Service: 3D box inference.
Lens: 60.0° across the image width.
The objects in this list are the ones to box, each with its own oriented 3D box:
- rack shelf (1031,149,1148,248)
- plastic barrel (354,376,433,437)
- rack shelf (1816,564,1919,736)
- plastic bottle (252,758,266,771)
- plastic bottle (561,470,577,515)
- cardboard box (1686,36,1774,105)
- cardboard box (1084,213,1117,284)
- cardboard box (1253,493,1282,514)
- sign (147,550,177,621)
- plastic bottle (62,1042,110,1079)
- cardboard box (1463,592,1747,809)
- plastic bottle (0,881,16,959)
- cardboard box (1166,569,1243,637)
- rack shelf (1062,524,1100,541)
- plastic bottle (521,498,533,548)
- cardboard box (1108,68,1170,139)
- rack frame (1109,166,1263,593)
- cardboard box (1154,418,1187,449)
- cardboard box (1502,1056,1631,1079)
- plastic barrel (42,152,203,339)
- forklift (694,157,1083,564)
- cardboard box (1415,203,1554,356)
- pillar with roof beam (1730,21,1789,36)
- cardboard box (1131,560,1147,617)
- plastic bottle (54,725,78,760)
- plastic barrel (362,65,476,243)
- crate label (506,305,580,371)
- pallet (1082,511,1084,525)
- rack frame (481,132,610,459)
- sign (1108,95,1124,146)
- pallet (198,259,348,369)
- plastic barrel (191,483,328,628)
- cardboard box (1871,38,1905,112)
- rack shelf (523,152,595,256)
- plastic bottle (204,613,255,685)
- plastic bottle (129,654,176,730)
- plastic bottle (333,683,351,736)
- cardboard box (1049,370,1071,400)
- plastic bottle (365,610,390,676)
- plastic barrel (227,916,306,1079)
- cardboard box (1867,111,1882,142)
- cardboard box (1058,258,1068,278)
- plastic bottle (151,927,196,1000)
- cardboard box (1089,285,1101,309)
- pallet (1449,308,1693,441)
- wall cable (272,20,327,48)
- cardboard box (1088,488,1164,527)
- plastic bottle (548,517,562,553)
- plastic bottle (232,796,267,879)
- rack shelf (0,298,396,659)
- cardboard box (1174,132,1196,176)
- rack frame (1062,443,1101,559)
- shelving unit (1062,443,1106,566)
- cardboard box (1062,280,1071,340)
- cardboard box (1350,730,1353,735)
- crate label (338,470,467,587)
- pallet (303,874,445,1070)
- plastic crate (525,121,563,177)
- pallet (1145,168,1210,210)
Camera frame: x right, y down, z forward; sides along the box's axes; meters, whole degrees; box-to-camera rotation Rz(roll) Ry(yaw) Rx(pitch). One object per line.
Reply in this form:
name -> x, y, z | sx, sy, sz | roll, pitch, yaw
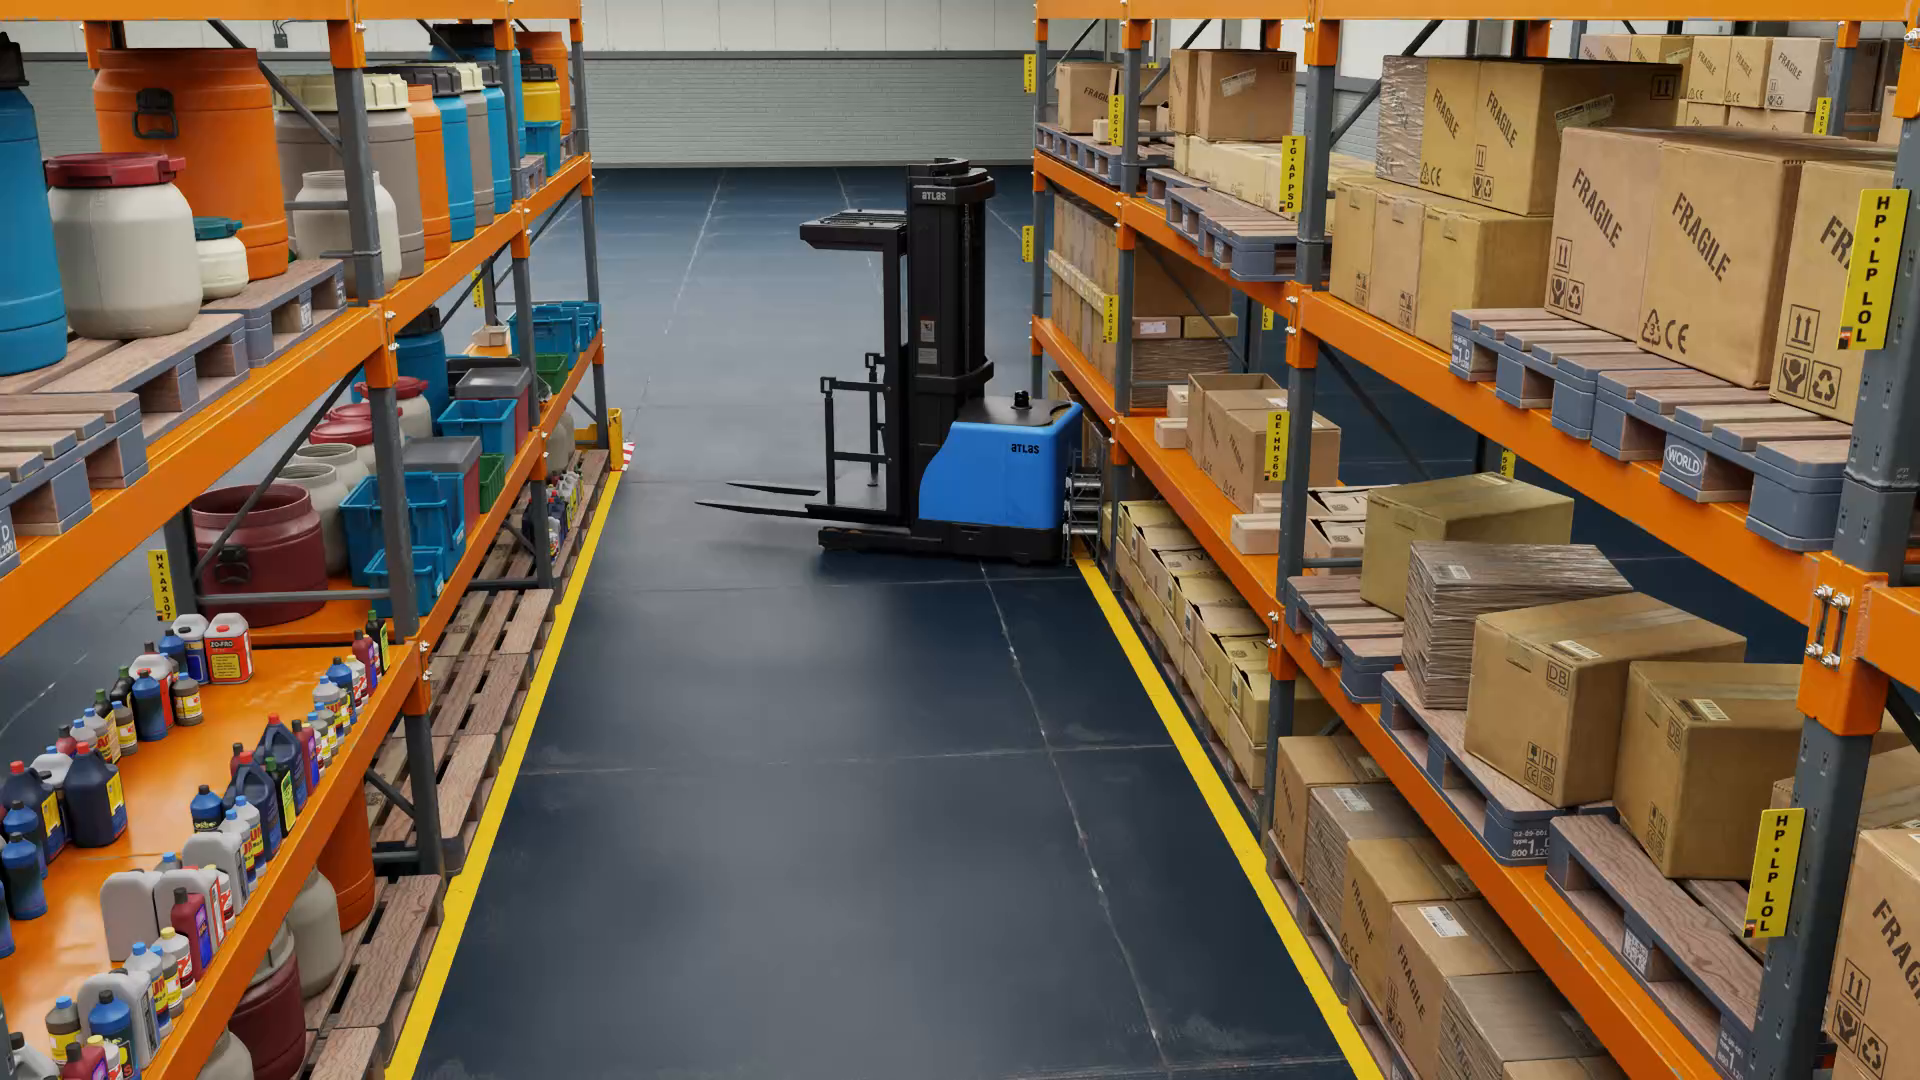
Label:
rack shelf -> 1.381, -2.769, 13.183 | 1.077, 0.370, 4.000 | -2, 18, -6
plastic barrel -> -3.460, -0.707, 10.193 | 0.433, 0.535, 0.433 | 0, 17, 0
rack shelf -> 2.618, 0.806, 1.795 | 1.077, 0.370, 4.000 | -2, 18, -6
plastic bottle -> -2.371, 0.858, 5.630 | 0.061, 0.283, 0.133 | -2, 18, -6
plastic bottle -> -3.093, -0.371, 13.040 | 0.144, 0.351, 0.185 | -1, 17, -3
cardboard box -> 6.061, -3.664, 12.963 | 0.500, 0.500, 0.500 | -2, 18, -8
cardboard box -> 1.380, -2.333, 13.267 | 0.700, 0.500, 0.500 | -2, 18, -6
cardboard box -> 1.812, -0.152, 9.073 | 0.380, 0.149, 0.250 | 0, 17, -2
sign -> -3.474, 0.199, 7.262 | 0.100, 0.325, 0.005 | -2, 18, -6
plastic bottle -> -2.142, 1.343, 4.085 | 0.061, 0.283, 0.133 | -2, 18, -6
cardboard box -> 2.169, 0.525, 5.627 | 0.700, 0.500, 0.500 | -6, 19, -20
plastic bottle -> -2.859, 1.095, 4.895 | 0.097, 0.271, 0.097 | 0, 17, 0
cardboard box -> 1.542, 0.347, 10.016 | 0.500, 0.311, 0.500 | -1, 17, -4
rack shelf -> 0.915, -0.059, 12.530 | 0.258, 0.077, 0.200 | 1, 15, -7
plastic bottle -> -3.154, -0.128, 12.266 | 0.144, 0.351, 0.185 | -2, 18, -6
cardboard box -> 1.543, -3.328, 12.653 | 0.797, 0.503, 0.637 | 0, 17, 0
rack frame -> 1.587, -1.085, 11.627 | 1.000, 3.000, 0.127 | -2, 18, -6
cardboard box -> 1.475, -0.695, 10.803 | 0.380, 0.149, 0.250 | -2, 18, -6
cardboard box -> 2.034, 1.995, 5.253 | 0.500, 0.500, 0.500 | -2, 18, -5
plastic barrel -> -2.595, -0.915, 5.147 | 0.433, 0.535, 0.433 | 0, 17, 0
forklift -> -0.598, -1.453, 12.911 | 3.031, 2.935, 1.130 | 5, 18, 16
cardboard box -> 2.184, -0.937, 5.978 | 0.910, 0.500, 0.500 | -2, 18, -6
pillar with roof beam -> 2.752, -4.979, 14.012 | 9.100, 9.000, 0.400 | -2, 18, -6
cardboard box -> 1.434, 0.306, 11.083 | 0.500, 0.250, 0.500 | -1, 17, -4
plastic bottle -> -3.131, 0.798, 5.821 | 0.061, 0.283, 0.133 | -2, 18, -6
plastic barrel -> -2.937, -2.069, 8.916 | 0.600, 0.901, 0.708 | -2, 18, -6
crate label -> -3.294, -1.602, 13.213 | 0.502, 0.435, 0.616 | -2, 18, -6
pallet -> 1.418, -0.358, 13.964 | 1.003, 0.211, 1.213 | -2, 18, -6
rack frame -> -3.753, -2.125, 14.939 | 1.000, 3.000, 0.127 | -2, 18, -6
sign -> 1.035, -2.783, 11.032 | 0.100, 0.325, 0.005 | -2, 18, -6
pallet -> -2.946, -0.852, 6.190 | 1.003, 0.211, 1.213 | -2, 18, -6
plastic barrel -> -3.277, 0.064, 7.737 | 0.600, 0.536, 0.708 | -2, 18, -6
cardboard box -> 6.748, -3.360, 11.994 | 0.500, 0.500, 0.500 | -1, 17, -4
rack shelf -> -3.547, -2.617, 12.699 | 1.077, 0.370, 4.000 | -2, 18, -6
plastic bottle -> -3.053, 0.452, 6.938 | 0.152, 0.276, 0.135 | -2, 18, -6
plastic bottle -> -3.157, 0.594, 6.484 | 0.152, 0.276, 0.135 | -2, 18, -6
plastic bottle -> -2.414, 0.651, 6.427 | 0.097, 0.201, 0.097 | 0, 17, 0
cardboard box -> 1.062, -1.208, 14.654 | 0.500, 0.500, 0.500 | -2, 18, -6
plastic bottle -> -2.462, 0.421, 7.022 | 0.061, 0.283, 0.133 | -2, 18, -6
plastic barrel -> -2.744, 1.690, 6.111 | 0.600, 0.588, 0.708 | -2, 18, -6
cardboard box -> 6.714, -2.882, 12.140 | 0.500, 0.500, 0.500 | -1, 17, -4
cardboard box -> 1.055, -2.358, 14.430 | 0.380, 0.149, 0.250 | -2, 18, -5
plastic bottle -> -2.226, 1.193, 4.702 | 0.097, 0.201, 0.097 | 0, 17, 0
cardboard box -> 1.216, -1.895, 12.957 | 0.380, 0.149, 0.250 | -1, 17, -4
pallet -> 2.305, -0.549, 5.223 | 1.213, 0.211, 1.003 | -2, 18, -6
wall cable -> -16.936, -15.906, 43.142 | 2.305, 6.003, 0.169 | -2, 18, -6
cardboard box -> 1.280, -0.255, 12.870 | 0.500, 0.250, 0.500 | -2, 18, -6
plastic bottle -> -2.998, -0.048, 12.135 | 0.152, 0.276, 0.135 | -1, 17, -4
plastic bottle -> -2.298, 0.952, 5.351 | 0.097, 0.271, 0.097 | 0, 17, 0
rack shelf -> -2.721, -0.234, 5.107 | 1.077, 0.370, 4.000 | -2, 18, -6
cardboard box -> 1.641, -2.462, 10.551 | 0.500, 0.250, 0.500 | 0, 17, 0
rack frame -> 0.915, -0.291, 12.573 | 0.240, 0.900, 0.006 | 1, 15, -7
shelving unit -> 0.925, -0.265, 12.476 | 0.258, 0.900, 0.210 | 1, 15, -7
cardboard box -> 1.269, -2.029, 14.466 | 0.700, 0.500, 0.500 | -1, 17, -4
cardboard box -> 2.238, 1.053, 8.706 | 0.500, 0.250, 0.500 | -2, 18, -6
crate label -> -2.761, -0.063, 8.311 | 0.502, 0.435, 0.616 | -2, 18, -6
pallet -> -2.805, 1.822, 7.020 | 1.003, 0.211, 1.213 | -2, 18, -6
plastic crate -> -3.257, -2.990, 12.712 | 0.392, 0.384, 0.575 | -2, 18, -6
pallet -> 1.691, -2.163, 10.370 | 0.805, 0.209, 1.217 | -2, 18, -8
